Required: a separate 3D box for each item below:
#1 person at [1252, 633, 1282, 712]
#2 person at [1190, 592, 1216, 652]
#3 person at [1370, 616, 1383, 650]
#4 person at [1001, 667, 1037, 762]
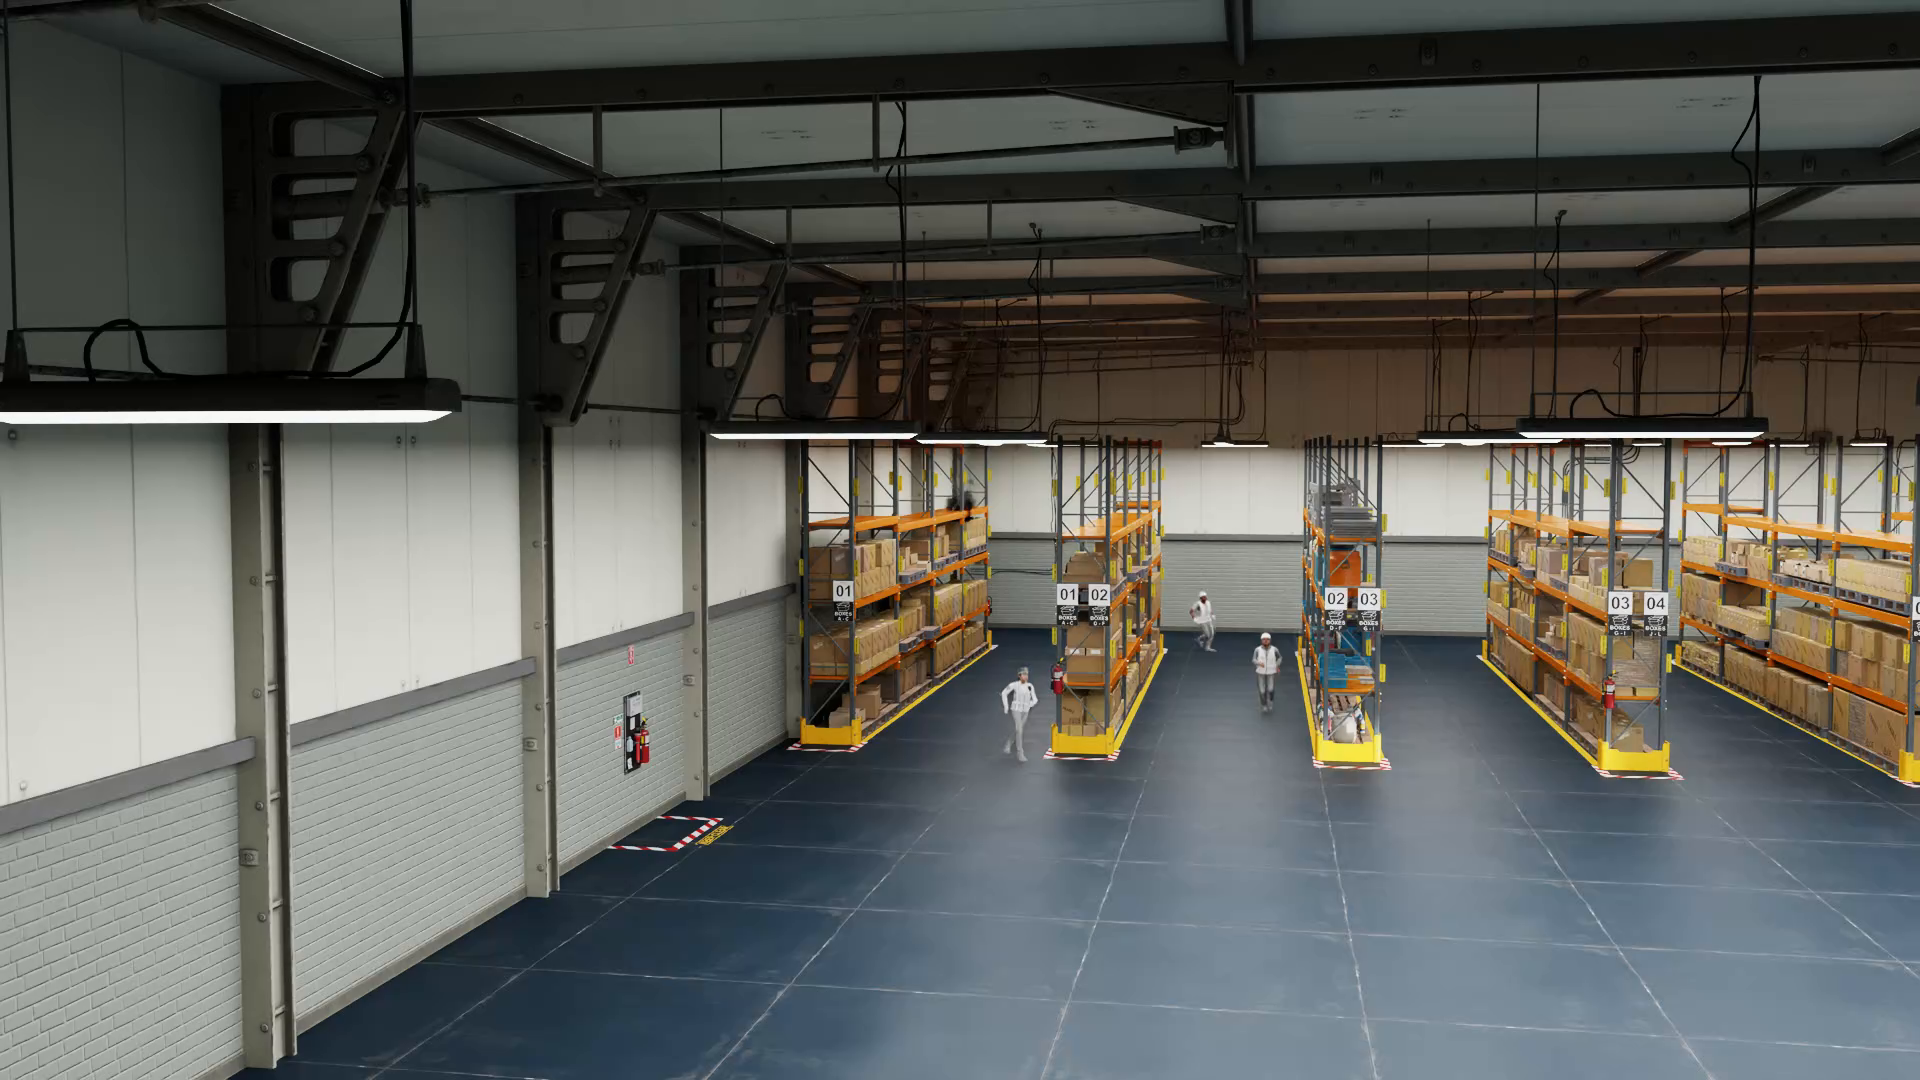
[{"bbox_3d":[6.661,2.889,36.108,0.639,1.733,0.629,1,3,12],"label":"person"},{"bbox_3d":[6.910,2.317,47.216,0.779,1.720,0.559,-2,4,-34],"label":"person"},{"bbox_3d":[11.824,2.336,47.636,0.561,1.637,0.617,1,3,22],"label":"person"},{"bbox_3d":[1.152,3.209,30.853,0.629,1.685,0.839,-1,3,-24],"label":"person"}]
